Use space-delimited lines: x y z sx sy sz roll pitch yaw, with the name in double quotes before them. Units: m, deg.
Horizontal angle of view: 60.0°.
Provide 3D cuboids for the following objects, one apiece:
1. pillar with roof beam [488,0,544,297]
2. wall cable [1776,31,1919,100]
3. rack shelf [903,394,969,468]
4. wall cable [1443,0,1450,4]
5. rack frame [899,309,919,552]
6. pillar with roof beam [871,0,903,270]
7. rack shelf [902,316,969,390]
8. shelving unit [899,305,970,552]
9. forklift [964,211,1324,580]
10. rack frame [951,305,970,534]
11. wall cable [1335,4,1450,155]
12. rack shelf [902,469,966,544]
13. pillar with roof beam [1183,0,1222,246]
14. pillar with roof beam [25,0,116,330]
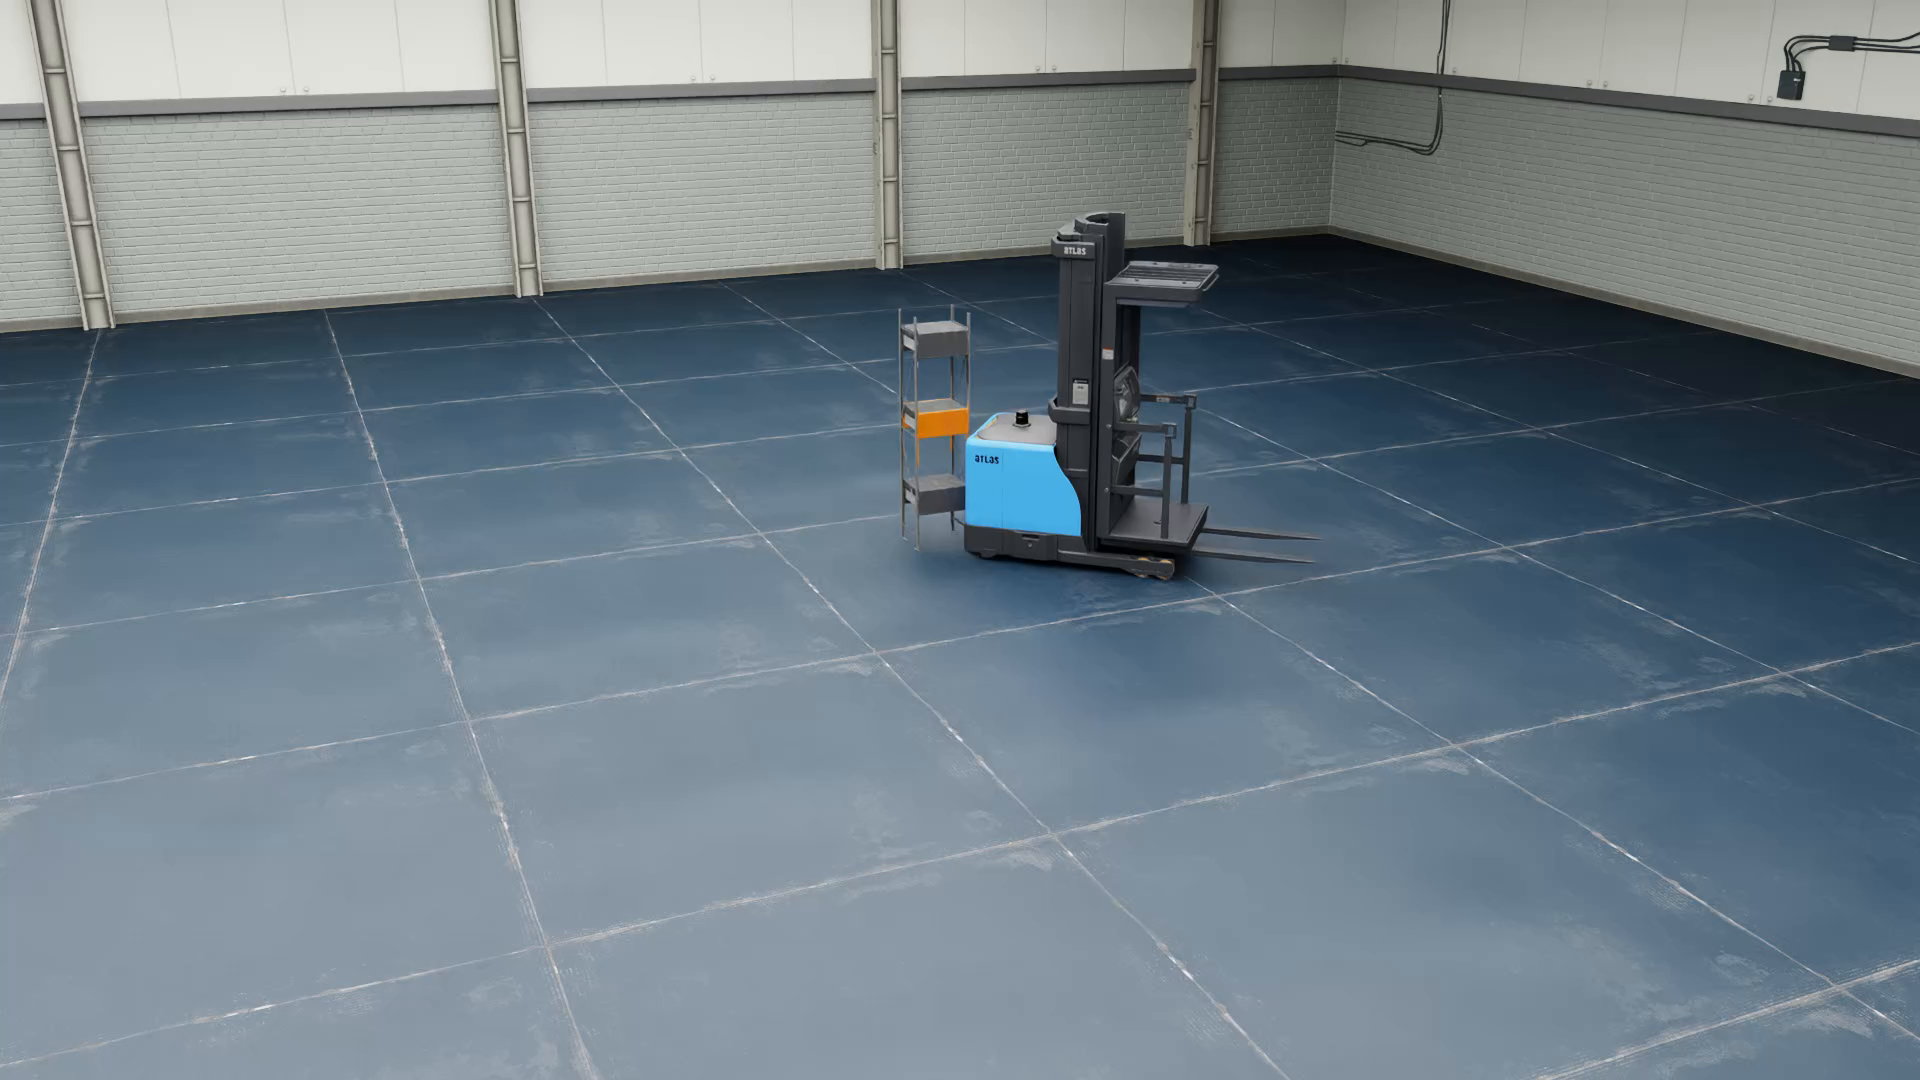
"pillar with roof beam" -5.000 -6.748 20.638 0.400 9.000 9.100 -8 21 -22
"wall cable" 11.288 -8.331 20.012 0.169 6.003 2.305 -8 21 -22
"rack shelf" -0.222 -0.965 14.641 0.480 0.518 0.431 -8 21 -21
"wall cable" 8.614 -9.716 26.139 0.112 2.526 3.097 -8 21 -22
"rack frame" -0.447 -0.946 14.548 0.015 2.100 0.400 -8 21 -21
"pillar with roof beam" 0.509 -7.537 22.880 0.400 9.000 9.100 -8 21 -22
"rack shelf" -0.222 -1.625 14.409 0.480 0.518 0.431 -8 21 -21
"shelving unit" -0.222 -0.977 14.636 0.503 2.100 0.431 -8 21 -21
"forklift" 1.610 -1.242 14.137 3.031 2.935 1.130 6 20 16
"rack frame" 0.004 -1.008 14.725 0.015 2.100 0.400 -8 21 -21
"wall cable" 7.542 -8.159 29.321 0.112 2.526 3.097 -8 21 -22
"rack shelf" -0.222 -0.304 14.873 0.480 0.518 0.431 -8 21 -21
"pillar with roof beam" 6.019 -8.327 25.121 0.400 9.000 9.100 -8 21 -22
"pillar with roof beam" -10.509 -5.959 18.396 0.400 9.000 9.100 -8 21 -22
